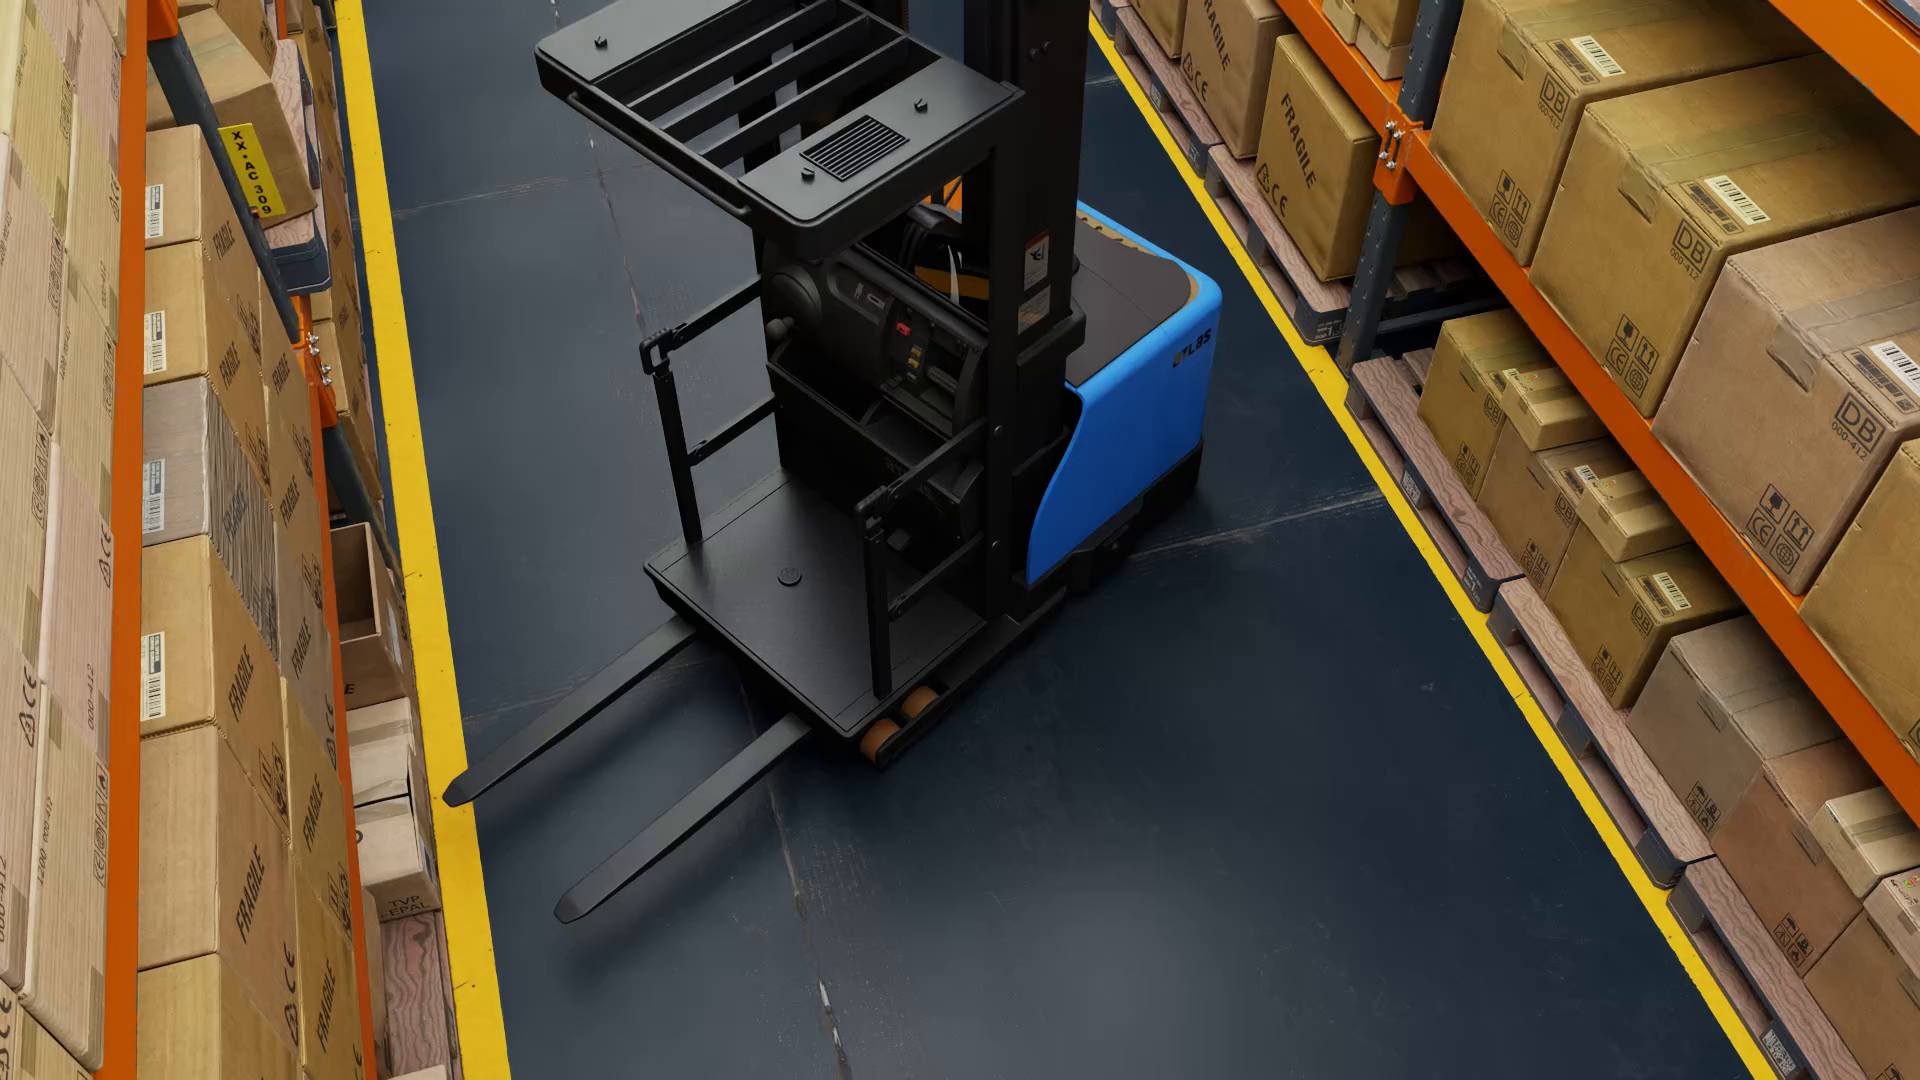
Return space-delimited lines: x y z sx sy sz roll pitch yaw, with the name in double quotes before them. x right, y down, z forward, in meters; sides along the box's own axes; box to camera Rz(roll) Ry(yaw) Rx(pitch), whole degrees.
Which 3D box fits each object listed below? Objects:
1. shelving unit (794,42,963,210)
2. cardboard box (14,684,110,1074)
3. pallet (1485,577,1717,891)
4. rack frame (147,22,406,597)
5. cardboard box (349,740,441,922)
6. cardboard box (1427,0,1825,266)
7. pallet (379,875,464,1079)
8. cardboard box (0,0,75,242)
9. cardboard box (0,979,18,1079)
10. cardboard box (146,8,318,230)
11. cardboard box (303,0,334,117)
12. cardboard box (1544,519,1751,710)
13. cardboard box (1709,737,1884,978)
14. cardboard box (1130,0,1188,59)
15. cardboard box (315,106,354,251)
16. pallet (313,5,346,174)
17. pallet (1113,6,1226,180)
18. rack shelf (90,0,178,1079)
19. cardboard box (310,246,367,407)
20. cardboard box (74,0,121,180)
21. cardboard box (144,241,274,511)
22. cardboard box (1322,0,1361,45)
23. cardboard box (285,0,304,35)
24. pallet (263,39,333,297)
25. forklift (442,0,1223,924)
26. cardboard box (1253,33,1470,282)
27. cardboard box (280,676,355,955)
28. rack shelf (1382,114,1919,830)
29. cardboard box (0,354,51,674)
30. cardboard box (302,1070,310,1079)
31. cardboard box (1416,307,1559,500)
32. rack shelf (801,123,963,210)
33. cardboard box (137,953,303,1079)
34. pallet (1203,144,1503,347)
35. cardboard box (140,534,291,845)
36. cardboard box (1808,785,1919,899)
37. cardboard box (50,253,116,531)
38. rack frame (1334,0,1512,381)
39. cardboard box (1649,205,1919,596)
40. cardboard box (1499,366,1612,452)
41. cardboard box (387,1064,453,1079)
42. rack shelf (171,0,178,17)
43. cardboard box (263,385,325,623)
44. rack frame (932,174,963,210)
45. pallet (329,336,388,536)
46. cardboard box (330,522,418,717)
"shelving unit" -0.184 -1.677 6.972 0.587 1.500 1.083 -28 55 -22
"cardboard box" -1.477 0.519 2.276 0.500 0.250 0.500 -13 51 -11
"pallet" 2.630 0.559 5.931 1.003 0.211 1.213 -13 51 -11
"rack frame" -2.616 -0.683 5.154 1.000 3.000 0.127 -13 51 -11
"cardboard box" -1.954 0.941 5.255 0.500 0.311 0.500 -13 51 -11
"cardboard box" 2.260 -1.503 5.648 0.980 0.700 0.700 -13 51 -10
"pallet" -2.049 1.610 5.044 1.003 0.211 1.213 -13 51 -11
"cardboard box" -1.922 -0.737 3.009 0.500 0.250 0.500 -13 51 -11
"cardboard box" -1.336 0.725 1.776 0.500 0.250 0.500 -13 51 -11
"cardboard box" -2.542 -1.247 5.289 0.700 0.500 0.500 -30 56 -23
"cardboard box" -3.298 -2.311 7.873 0.500 0.500 0.500 -12 51 -10
"cardboard box" 2.534 0.177 5.789 0.700 0.500 0.500 -12 51 -10
"cardboard box" 2.848 0.932 5.153 0.700 0.500 0.500 -13 51 -11
"cardboard box" 1.277 -2.962 8.206 0.750 0.750 0.750 -14 51 -11
"cardboard box" -2.984 -1.551 7.232 0.500 0.500 0.500 -15 52 -12
"pallet" -3.614 -2.152 8.216 1.003 0.211 1.213 -13 51 -11
"pallet" 1.451 -2.346 8.380 1.003 0.211 1.213 -13 51 -11
"rack shelf" -2.024 0.043 3.050 1.077 0.370 4.000 -13 51 -11
"cardboard box" -2.694 -0.815 6.612 0.500 0.500 0.500 -13 51 -10
"cardboard box" -2.080 -0.939 3.506 0.500 0.250 0.500 -13 51 -11
"cardboard box" -2.065 -0.353 4.156 0.500 0.500 0.500 -14 51 -12
"cardboard box" 1.648 -2.093 6.494 0.380 0.149 0.250 -12 51 -10
"cardboard box" -3.277 -2.512 7.552 0.500 0.250 0.500 -12 51 -10
"pallet" -2.748 -1.230 5.740 1.003 0.211 1.213 -13 51 -11
"forklift" -0.433 -0.602 5.130 1.130 2.935 3.031 36 59 27
"cardboard box" 1.799 -1.694 7.137 0.750 0.750 0.750 -13 51 -11
"cardboard box" -1.762 0.714 3.910 0.500 0.500 0.500 -13 51 -10
"rack shelf" 2.707 -0.113 5.144 1.077 0.370 4.000 -13 51 -11
"cardboard box" -1.631 -0.006 2.392 0.500 0.250 0.500 -13 51 -11
"cardboard box" -1.470 1.447 3.293 0.500 0.500 0.500 -14 51 -11
"cardboard box" 2.239 -0.566 6.415 0.700 0.500 0.500 -13 51 -11
"rack shelf" -0.189 -1.567 7.115 0.538 0.185 1.000 -28 55 -22
"cardboard box" -1.474 1.120 2.914 0.500 0.500 0.500 -13 51 -11
"pallet" 1.815 -1.454 7.627 1.003 0.211 1.213 -13 51 -11
"cardboard box" -1.768 0.383 3.536 0.500 0.500 0.500 -14 51 -11
"cardboard box" 2.707 0.849 4.798 0.380 0.149 0.250 -12 51 -10
"cardboard box" -1.781 -0.210 2.891 0.500 0.250 0.500 -13 51 -11
"rack frame" 2.115 -1.806 6.100 1.000 3.000 0.127 -13 51 -11
"cardboard box" 2.695 -0.439 4.752 0.980 0.700 0.700 -16 52 -13
"cardboard box" 2.165 -0.484 5.922 0.380 0.149 0.250 -12 51 -10
"cardboard box" -1.618 1.791 4.578 0.500 0.250 0.500 -13 51 -11
"rack shelf" -3.207 -2.879 5.513 1.077 0.370 4.000 -13 51 -11
"cardboard box" -2.069 -0.032 4.539 0.500 0.500 0.500 -12 51 -10
"rack frame" 0.103 -1.364 6.709 0.500 1.500 0.032 -28 55 -22
"pallet" -2.892 -0.370 6.714 1.003 0.211 1.213 -13 51 -11
"cardboard box" -2.176 0.333 5.644 0.500 0.500 0.500 -13 51 -11
